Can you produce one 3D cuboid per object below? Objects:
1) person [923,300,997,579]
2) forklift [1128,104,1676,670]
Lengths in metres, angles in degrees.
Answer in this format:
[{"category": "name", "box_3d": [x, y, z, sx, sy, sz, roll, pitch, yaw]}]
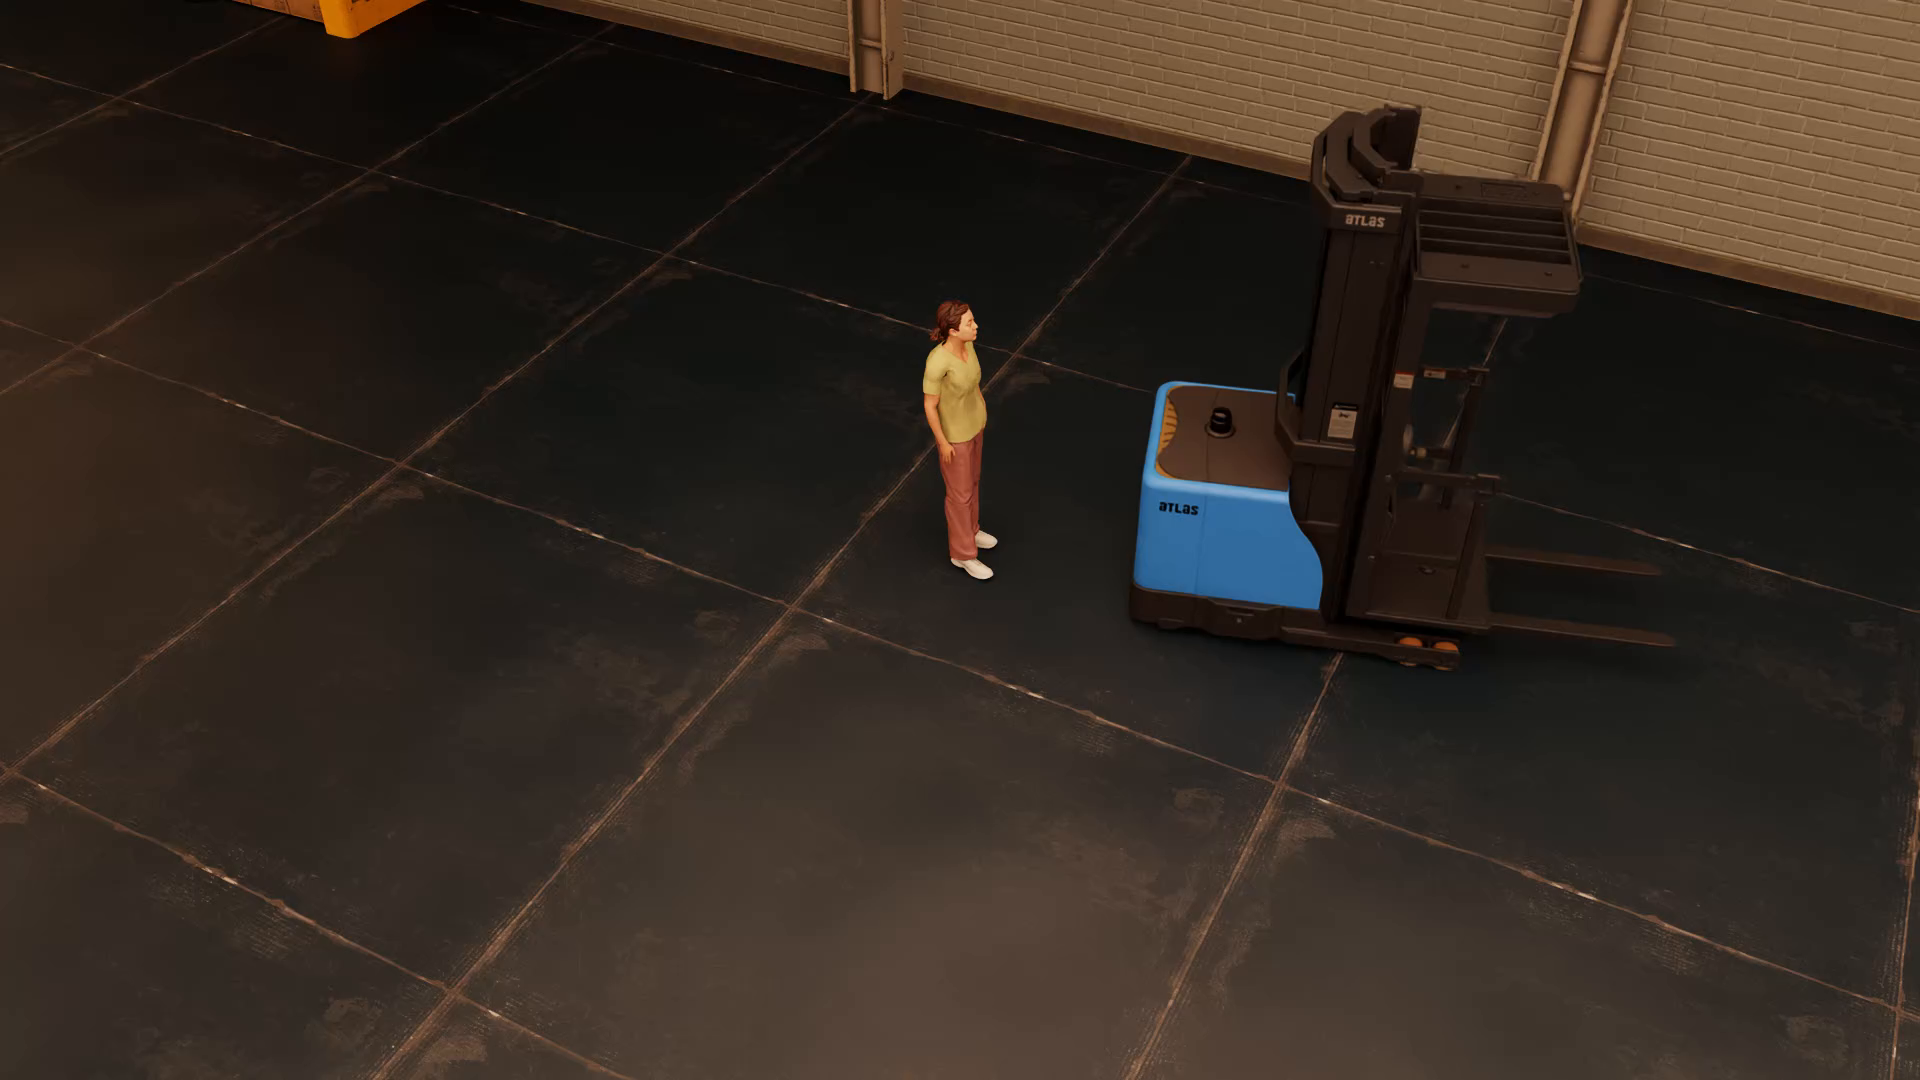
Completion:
[{"category": "person", "box_3d": [0.061, -0.618, 9.684, 0.548, 1.673, 0.554, 18, 43, 21]}, {"category": "forklift", "box_3d": [2.547, -0.759, 8.887, 3.031, 2.935, 1.130, 7, 41, 8]}]
